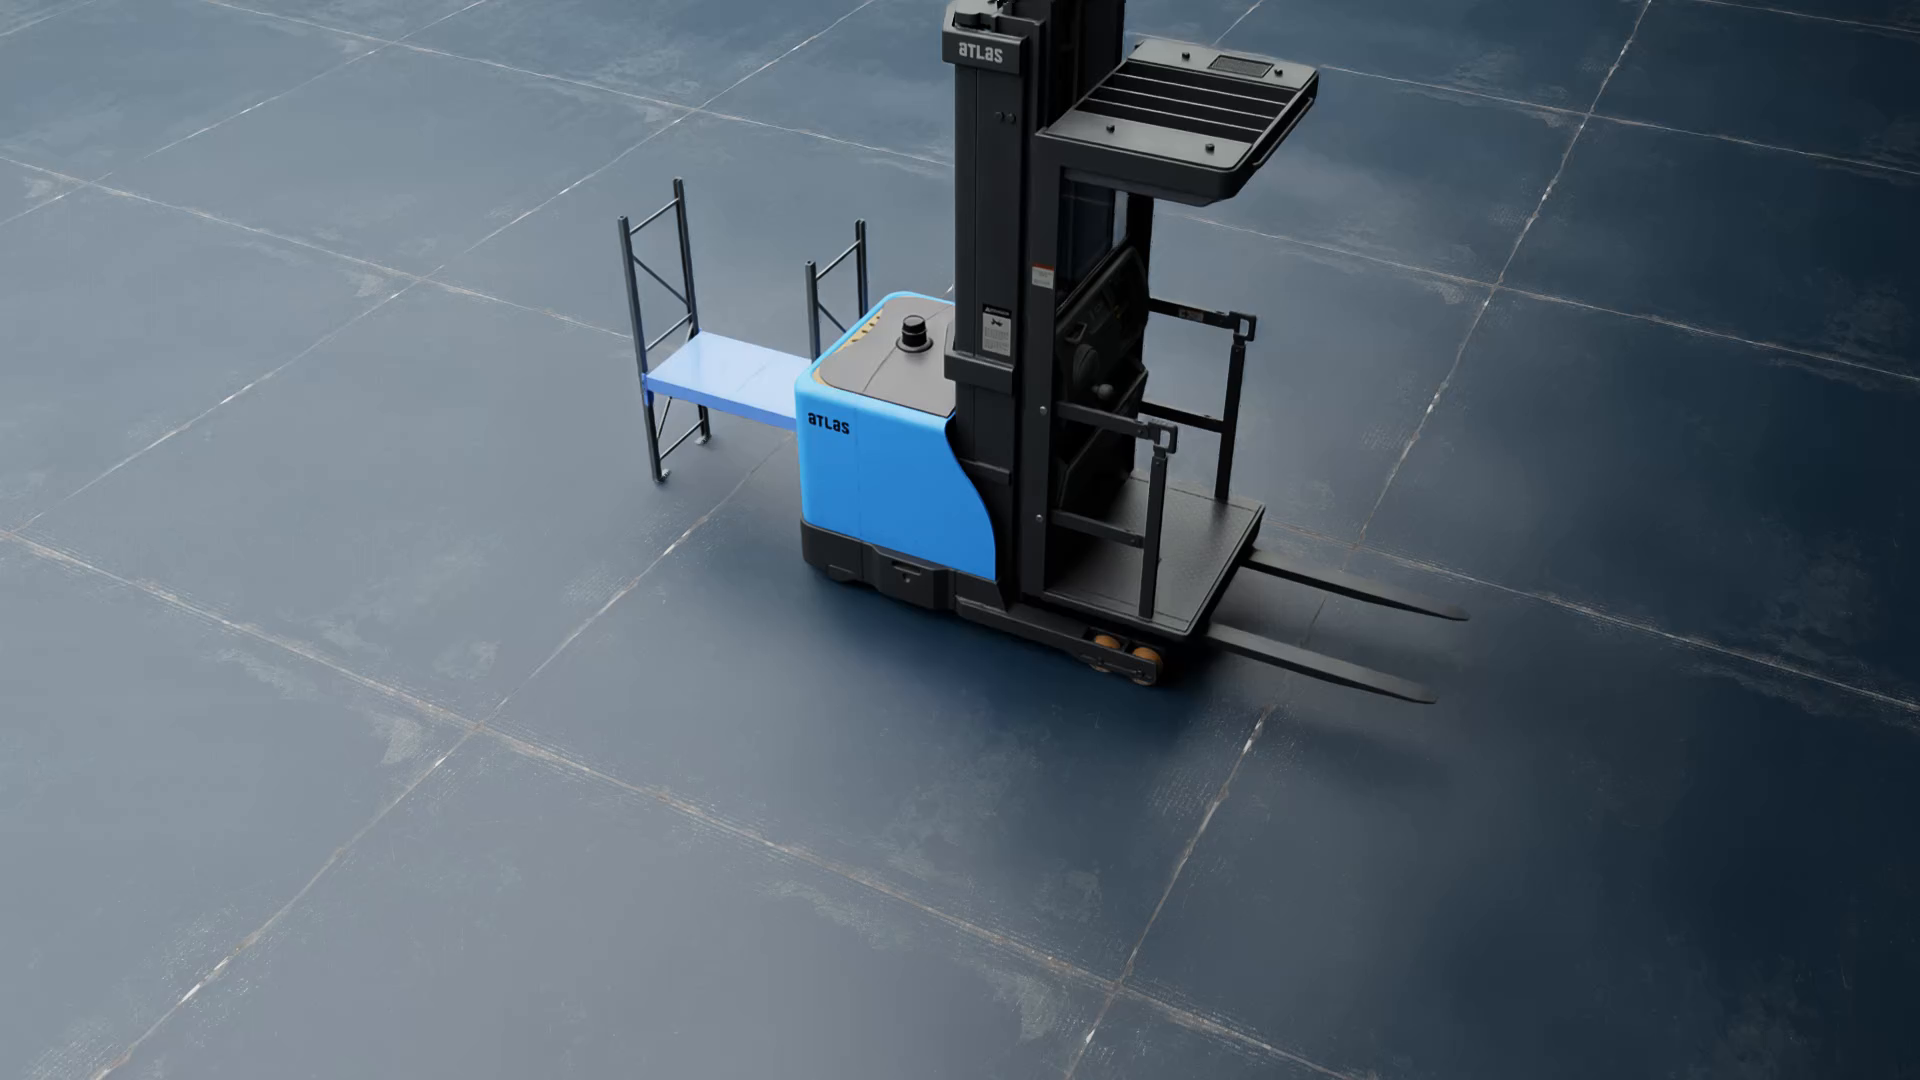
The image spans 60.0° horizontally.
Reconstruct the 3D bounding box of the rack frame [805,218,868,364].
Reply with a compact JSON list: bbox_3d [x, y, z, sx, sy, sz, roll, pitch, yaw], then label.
[{"bbox_3d":[-0.568,-0.765,8.037,0.032,1.500,0.500,17,40,21],"label":"rack frame"}]

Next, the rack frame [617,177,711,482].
[{"bbox_3d":[-1.479,-1.038,8.397,0.032,1.500,0.500,17,40,21],"label":"rack frame"}]

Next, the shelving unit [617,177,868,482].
[{"bbox_3d":[-1.023,-0.902,8.217,1.048,1.500,0.538,17,40,21],"label":"shelving unit"}]

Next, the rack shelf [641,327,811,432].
[{"bbox_3d":[-1.023,-0.758,8.326,1.000,0.185,0.538,17,40,21],"label":"rack shelf"}]

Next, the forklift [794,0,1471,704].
[{"bbox_3d":[0.791,-0.889,7.017,3.031,2.935,1.130,17,40,21],"label":"forklift"}]
